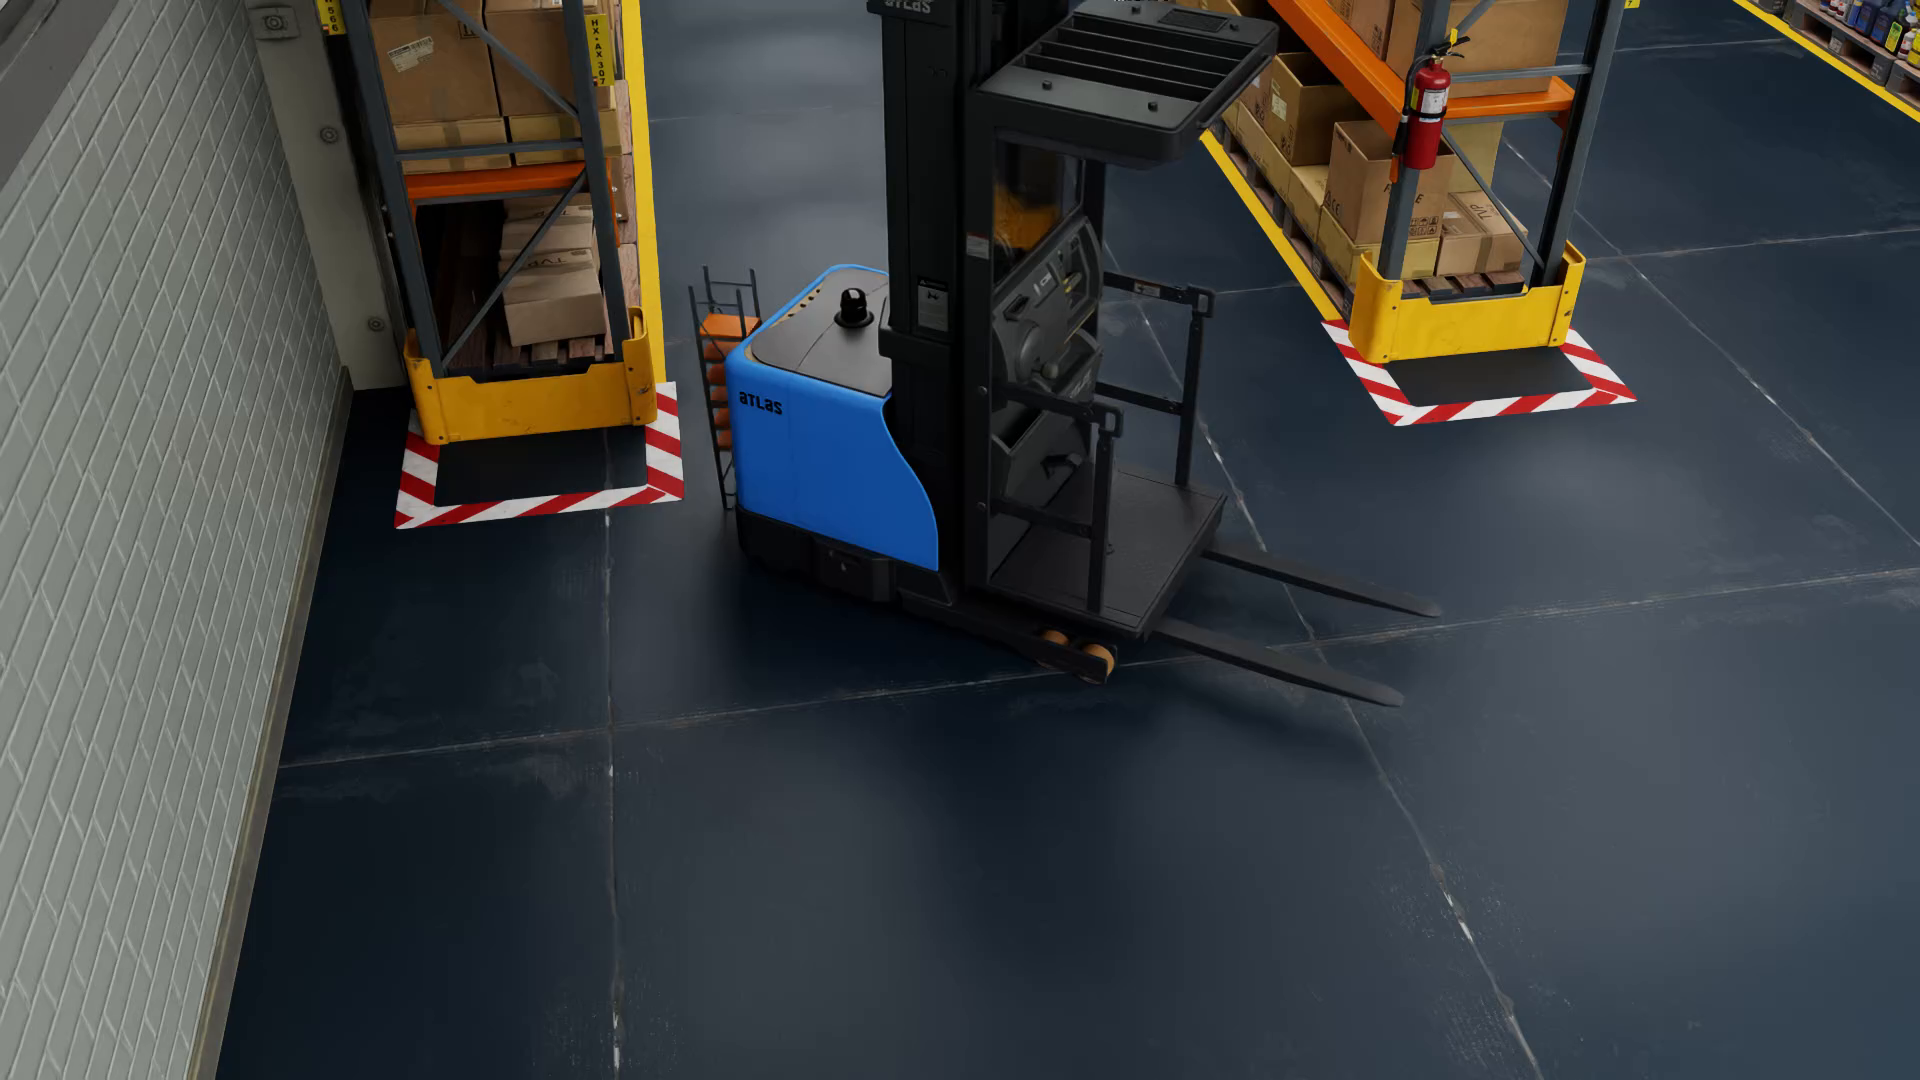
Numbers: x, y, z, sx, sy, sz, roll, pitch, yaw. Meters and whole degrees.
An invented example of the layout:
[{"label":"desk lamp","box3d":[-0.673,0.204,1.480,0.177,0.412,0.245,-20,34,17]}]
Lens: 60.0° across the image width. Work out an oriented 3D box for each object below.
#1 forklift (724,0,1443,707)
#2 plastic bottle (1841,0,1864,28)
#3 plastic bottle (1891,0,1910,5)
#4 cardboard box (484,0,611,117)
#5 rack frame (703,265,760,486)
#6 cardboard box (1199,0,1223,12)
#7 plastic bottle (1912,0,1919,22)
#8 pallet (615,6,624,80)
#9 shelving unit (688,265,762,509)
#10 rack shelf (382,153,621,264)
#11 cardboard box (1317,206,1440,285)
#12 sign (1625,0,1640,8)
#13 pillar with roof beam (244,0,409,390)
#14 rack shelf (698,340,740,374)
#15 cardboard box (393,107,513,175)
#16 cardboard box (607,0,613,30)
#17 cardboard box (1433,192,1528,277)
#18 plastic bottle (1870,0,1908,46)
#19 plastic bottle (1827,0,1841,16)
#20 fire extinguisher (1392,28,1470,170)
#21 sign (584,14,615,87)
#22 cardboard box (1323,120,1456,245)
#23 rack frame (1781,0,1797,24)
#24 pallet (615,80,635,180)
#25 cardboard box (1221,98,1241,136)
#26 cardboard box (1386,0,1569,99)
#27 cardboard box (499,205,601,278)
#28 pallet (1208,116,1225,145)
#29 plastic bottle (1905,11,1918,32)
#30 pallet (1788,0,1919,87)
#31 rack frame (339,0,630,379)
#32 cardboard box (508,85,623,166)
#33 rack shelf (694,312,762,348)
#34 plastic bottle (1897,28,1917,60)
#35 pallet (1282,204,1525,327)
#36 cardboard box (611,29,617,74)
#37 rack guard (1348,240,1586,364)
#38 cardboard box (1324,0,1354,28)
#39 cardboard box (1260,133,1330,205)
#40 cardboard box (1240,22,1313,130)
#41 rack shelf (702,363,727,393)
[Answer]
[{"label":"forklift","box3d":[0.538,-0.930,6.558,3.031,2.935,1.130,17,41,21]},{"label":"plastic bottle","box3d":[6.620,-3.925,12.218,0.152,0.276,0.135,-5,38,-6]},{"label":"plastic bottle","box3d":[6.787,-3.870,12.086,0.144,0.351,0.185,-6,38,-8]},{"label":"cardboard box","box3d":[-1.928,-2.342,7.815,0.500,0.500,0.500,-6,38,-8]},{"label":"rack frame","box3d":[-0.997,-0.726,7.697,0.240,1.200,0.006,6,38,12]},{"label":"cardboard box","box3d":[1.903,-3.489,11.084,0.500,0.500,0.500,-6,38,-8]},{"label":"plastic bottle","box3d":[7.167,-4.013,12.271,0.144,0.351,0.185,-6,38,-8]},{"label":"pallet","box3d":[-2.980,-3.562,12.163,1.003,0.211,1.213,-6,38,-8]},{"label":"shelving unit","box3d":[-1.018,-0.671,7.627,0.258,1.200,0.189,6,38,12]},{"label":"rack shelf","box3d":[-2.491,-2.701,9.368,1.077,0.370,4.000,-6,38,-8]},{"label":"cardboard box","box3d":[2.351,-1.684,9.372,0.500,0.250,0.500,-6,38,-8]},{"label":"sign","box3d":[3.283,-2.741,8.063,0.100,0.325,0.005,-6,38,-8]},{"label":"pillar with roof beam","box3d":[1.123,-4.939,6.772,9.100,9.000,0.400,-6,38,-8]},{"label":"rack shelf","box3d":[-1.026,-0.826,7.508,0.258,0.103,0.180,6,38,12]},{"label":"cardboard box","box3d":[-2.413,-1.987,7.969,0.500,0.250,0.500,-6,38,-7]},{"label":"cardboard box","box3d":[-2.090,-2.955,8.603,0.500,0.500,0.500,-7,38,-9]},{"label":"cardboard box","box3d":[2.861,-1.740,9.443,0.500,0.250,0.500,-6,38,-8]},{"label":"plastic bottle","box3d":[6.678,-3.740,11.920,0.144,0.351,0.185,-8,39,-10]},{"label":"plastic bottle","box3d":[6.554,-4.026,12.410,0.097,0.201,0.097,0,38,0]},{"label":"fire extinguisher","box3d":[2.299,-2.160,8.149,0.296,0.674,0.183,-6,38,-8]},{"label":"sign","box3d":[-1.606,-2.177,7.402,0.100,0.325,0.005,-6,38,-8]},{"label":"cardboard box","box3d":[2.349,-1.980,9.141,0.500,0.500,0.500,-6,38,-8]},{"label":"rack frame","box3d":[6.912,-5.259,12.074,1.000,3.000,0.127,-6,38,-8]},{"label":"pallet","box3d":[-2.689,-2.690,11.040,1.003,0.211,1.213,-6,38,-8]},{"label":"cardboard box","box3d":[1.983,-2.890,10.924,0.500,0.250,0.500,-6,38,-8]},{"label":"cardboard box","box3d":[2.667,-2.635,8.615,0.700,0.500,0.500,-6,38,-8]},{"label":"cardboard box","box3d":[-2.273,-1.661,9.276,0.500,0.311,0.500,-3,38,-4]},{"label":"pallet","box3d":[2.133,-3.142,11.622,1.003,0.211,1.213,-6,38,-8]},{"label":"plastic bottle","box3d":[6.741,-3.624,11.835,0.097,0.271,0.097,0,38,0]},{"label":"pallet","box3d":[6.989,-3.747,12.401,1.003,0.211,1.213,-6,38,-8]},{"label":"rack frame","box3d":[-2.141,-1.777,7.592,1.000,3.000,0.127,-6,38,-8]},{"label":"cardboard box","box3d":[-1.913,-2.055,8.056,0.500,0.250,0.500,-7,38,-9]},{"label":"rack shelf","box3d":[-1.031,-0.922,7.435,0.258,0.103,0.180,6,38,12]},{"label":"plastic bottle","box3d":[6.704,-3.508,11.742,0.097,0.201,0.097,0,38,0]},{"label":"pallet","box3d":[2.561,-1.668,9.725,1.003,0.211,1.213,-6,38,-8]},{"label":"cardboard box","box3d":[-2.102,-2.675,8.854,0.500,0.250,0.500,-7,38,-9]},{"label":"rack guard","box3d":[2.740,-1.310,9.029,1.175,0.500,0.348,-6,38,-8]},{"label":"cardboard box","box3d":[2.488,-3.252,9.410,0.700,0.500,0.500,-6,38,-8]},{"label":"cardboard box","box3d":[2.162,-2.287,10.147,0.500,0.250,0.500,-6,38,-8]},{"label":"cardboard box","box3d":[2.073,-2.885,10.306,0.500,0.500,0.500,-6,38,-8]},{"label":"rack shelf","box3d":[-1.021,-0.731,7.581,0.258,0.103,0.180,6,38,12]}]
